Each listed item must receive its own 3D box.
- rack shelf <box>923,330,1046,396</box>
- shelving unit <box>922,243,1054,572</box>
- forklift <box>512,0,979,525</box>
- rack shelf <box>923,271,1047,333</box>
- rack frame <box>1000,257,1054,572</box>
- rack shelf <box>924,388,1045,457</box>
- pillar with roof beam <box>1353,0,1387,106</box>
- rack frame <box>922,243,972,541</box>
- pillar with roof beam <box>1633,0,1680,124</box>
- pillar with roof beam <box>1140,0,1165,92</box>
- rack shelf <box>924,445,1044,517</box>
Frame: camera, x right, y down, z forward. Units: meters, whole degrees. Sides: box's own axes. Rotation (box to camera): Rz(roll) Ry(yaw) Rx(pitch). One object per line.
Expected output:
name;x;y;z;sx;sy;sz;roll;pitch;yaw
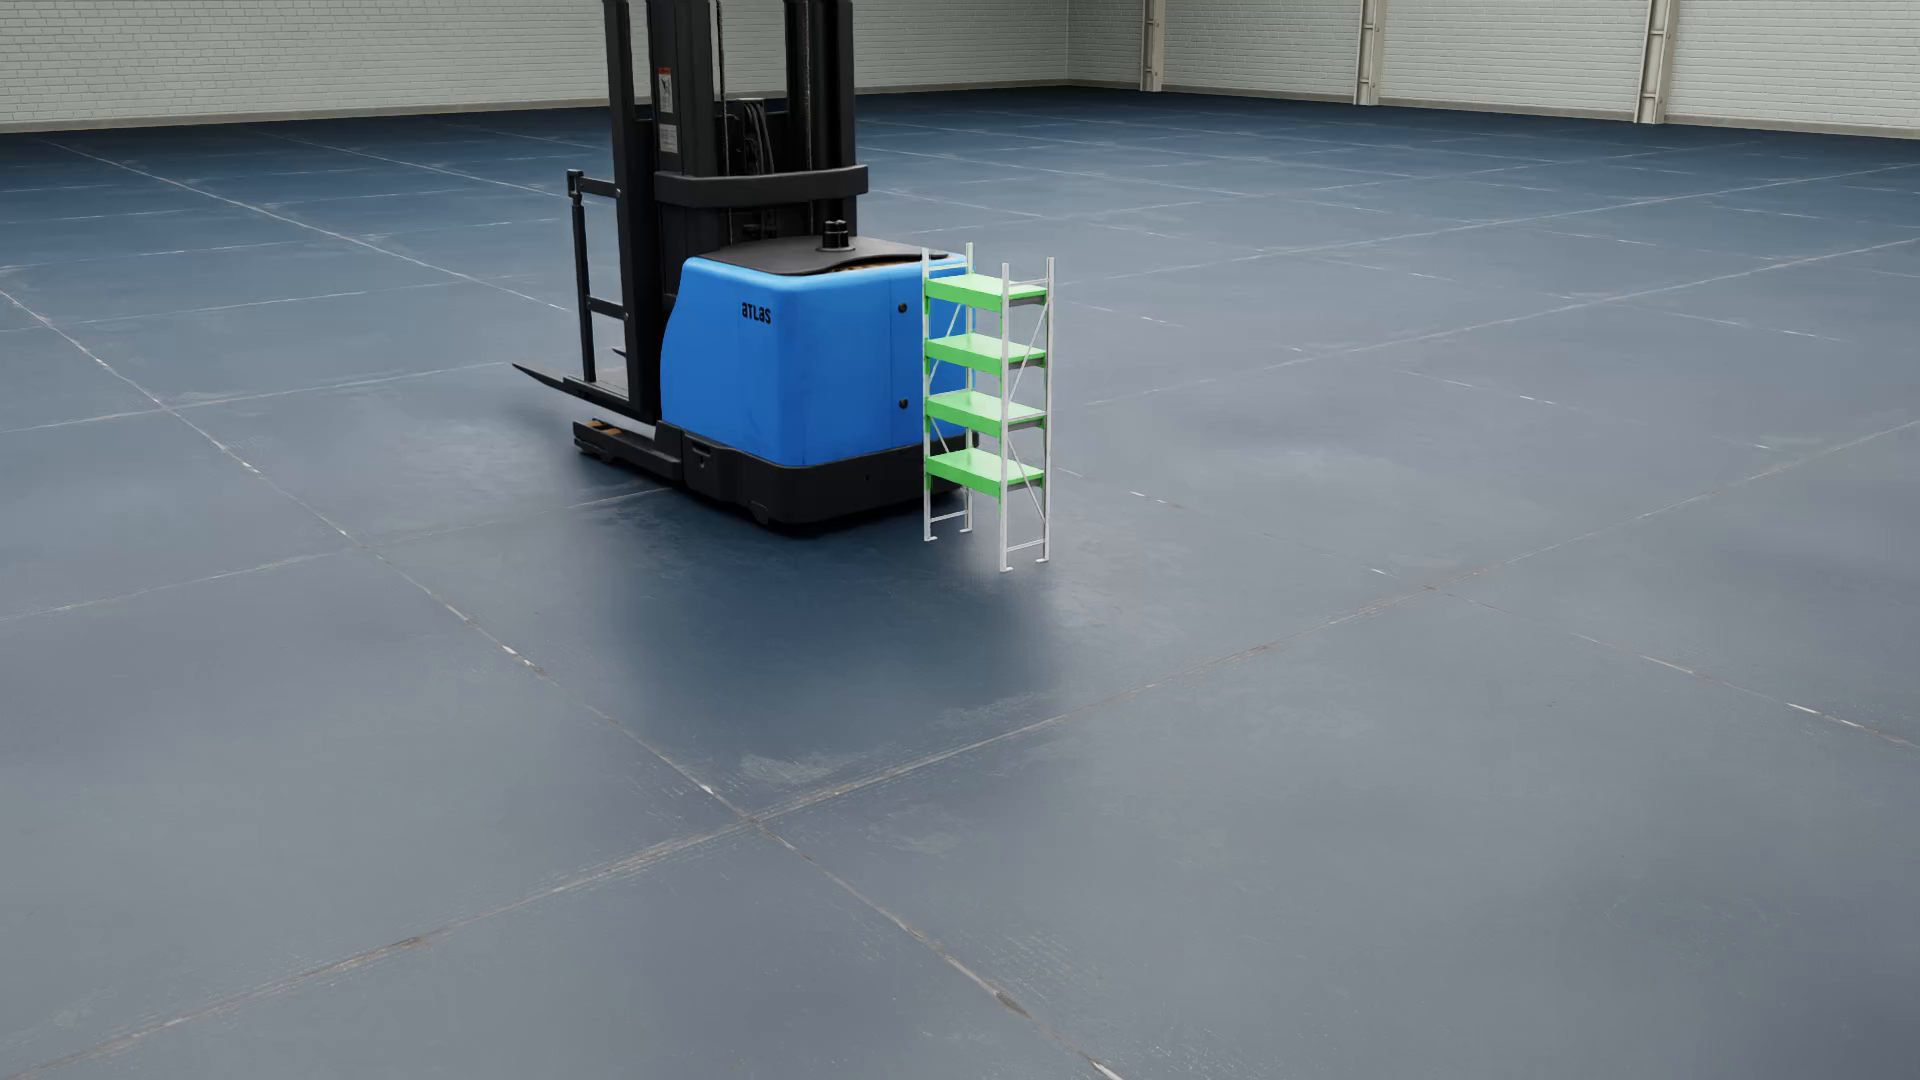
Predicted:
rack shelf;0.103;-0.696;6.495;0.258;0.148;0.480;-14;23;-36
shelving unit;0.103;-0.529;6.551;0.258;1.200;0.503;-14;23;-36
forklift;-1.234;-1.848;7.780;1.130;2.935;3.031;-14;23;-37
rack shelf;0.103;-0.924;6.420;0.258;0.148;0.480;-14;23;-36
rack frame;0.254;-0.469;6.369;0.240;1.200;0.015;-14;23;-36
rack shelf;0.103;-0.468;6.571;0.258;0.148;0.480;-14;23;-36
pillar with roof beam;4.630;-12.013;28.826;9.100;9.000;0.400;-14;23;-36
rack frame;-0.049;-0.589;6.732;0.240;1.200;0.015;-14;23;-36
pillar with roof beam;8.355;-10.534;24.361;9.100;9.000;0.400;-14;23;-36
pillar with roof beam;0.905;-13.491;33.290;9.100;9.000;0.400;-14;23;-36
rack shelf;0.103;-0.240;6.646;0.258;0.148;0.480;-14;23;-36
